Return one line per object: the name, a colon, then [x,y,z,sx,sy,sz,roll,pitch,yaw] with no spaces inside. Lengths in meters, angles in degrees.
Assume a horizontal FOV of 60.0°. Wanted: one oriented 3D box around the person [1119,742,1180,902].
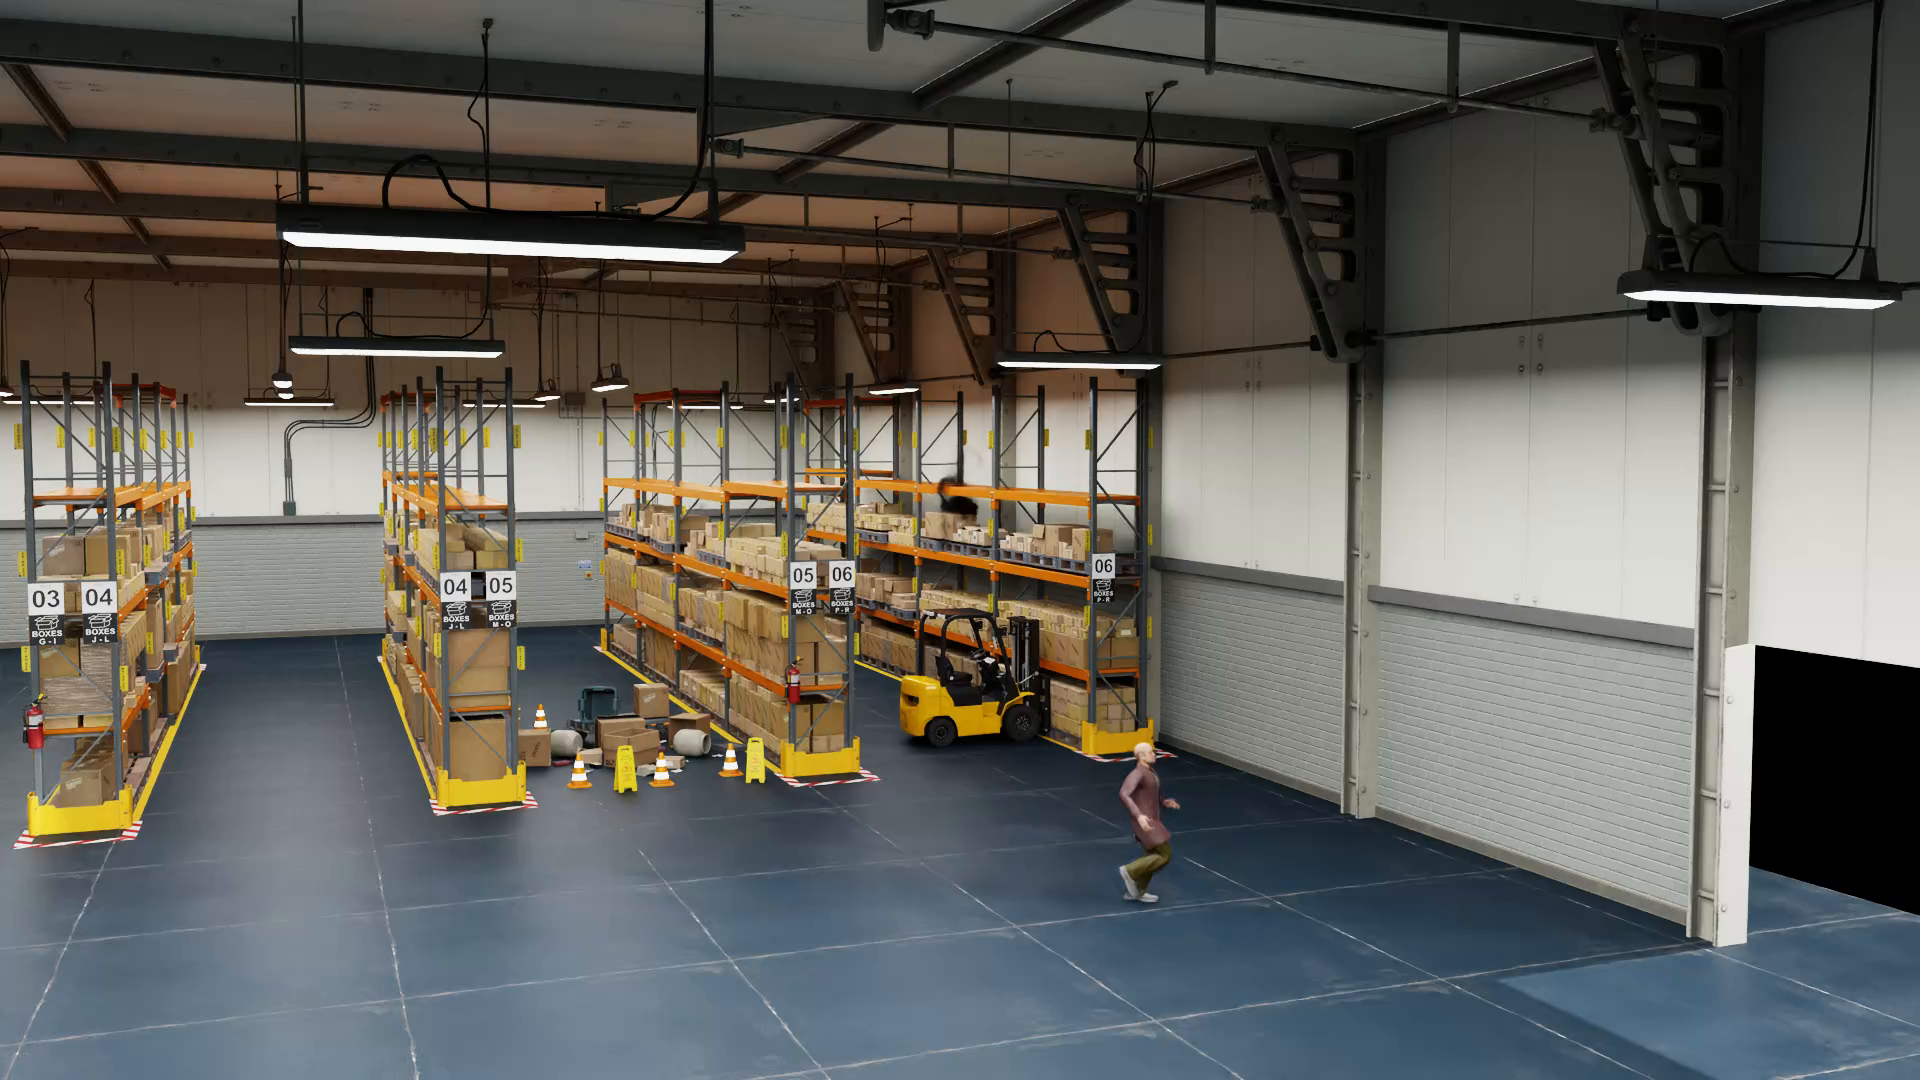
person: [2.059,3.052,17.938,0.606,1.735,0.701,1,4,16]
